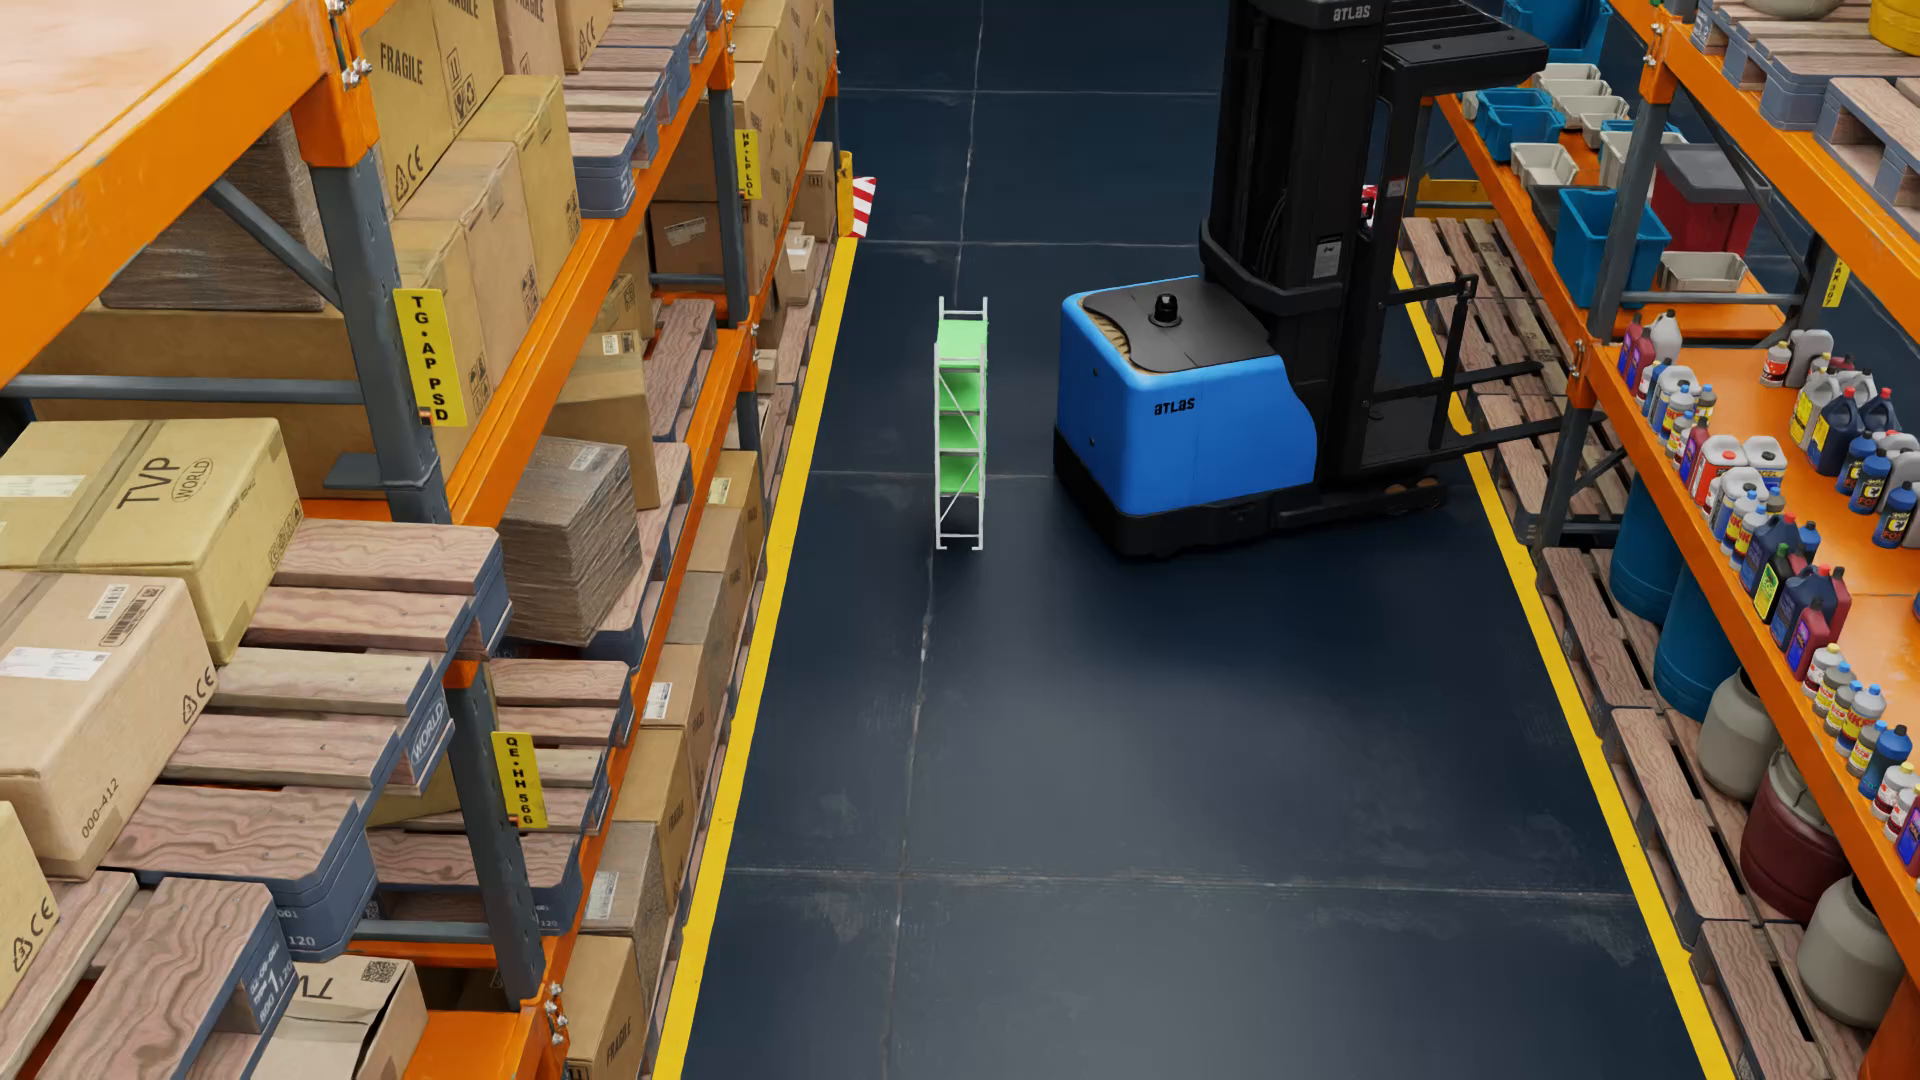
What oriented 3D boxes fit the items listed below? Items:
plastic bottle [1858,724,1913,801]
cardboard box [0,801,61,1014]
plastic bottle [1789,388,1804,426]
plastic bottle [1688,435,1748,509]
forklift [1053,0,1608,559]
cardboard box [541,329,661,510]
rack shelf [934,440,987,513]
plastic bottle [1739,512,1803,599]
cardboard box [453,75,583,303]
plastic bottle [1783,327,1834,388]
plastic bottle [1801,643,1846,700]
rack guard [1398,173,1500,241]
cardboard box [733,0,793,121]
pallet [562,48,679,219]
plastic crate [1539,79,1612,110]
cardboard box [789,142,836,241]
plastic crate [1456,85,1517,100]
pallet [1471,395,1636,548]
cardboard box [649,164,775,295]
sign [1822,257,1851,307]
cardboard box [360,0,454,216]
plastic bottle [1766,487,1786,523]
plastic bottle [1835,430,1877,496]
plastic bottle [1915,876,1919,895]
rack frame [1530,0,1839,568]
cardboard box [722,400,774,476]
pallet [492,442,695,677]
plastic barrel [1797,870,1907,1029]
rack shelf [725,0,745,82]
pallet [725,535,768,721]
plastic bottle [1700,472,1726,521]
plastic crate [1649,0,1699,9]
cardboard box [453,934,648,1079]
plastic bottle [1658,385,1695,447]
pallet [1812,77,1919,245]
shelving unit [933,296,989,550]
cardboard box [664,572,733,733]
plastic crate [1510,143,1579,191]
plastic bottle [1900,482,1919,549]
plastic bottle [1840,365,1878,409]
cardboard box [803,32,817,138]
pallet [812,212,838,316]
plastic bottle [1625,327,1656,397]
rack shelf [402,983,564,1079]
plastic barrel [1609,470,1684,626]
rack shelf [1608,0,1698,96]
[{"bbox_3d":[2.911,0.690,5.217,0.097,0.271,0.097,0,35,0],"label":"plastic bottle"},{"bbox_3d":[-1.667,0.628,2.351,0.500,0.250,0.500,1,35,1],"label":"cardboard box"},{"bbox_3d":[3.609,-0.575,7.078,0.097,0.201,0.097,0,35,0],"label":"plastic bottle"},{"bbox_3d":[3.006,-0.268,6.577,0.152,0.276,0.135,1,35,2],"label":"plastic bottle"},{"bbox_3d":[2.087,-1.606,8.432,3.031,2.935,1.130,-11,37,-15],"label":"forklift"},{"bbox_3d":[-1.516,-0.421,6.234,0.700,0.500,0.500,-7,36,-10],"label":"cardboard box"},{"bbox_3d":[0.007,-0.337,8.661,0.258,0.148,0.480,1,35,2],"label":"rack shelf"},{"bbox_3d":[2.978,0.038,6.076,0.144,0.351,0.185,1,35,2],"label":"plastic bottle"},{"bbox_3d":[-1.643,-1.038,4.868,0.910,0.500,0.500,1,35,2],"label":"cardboard box"},{"bbox_3d":[3.749,-0.824,7.367,0.152,0.276,0.135,1,35,2],"label":"plastic bottle"},{"bbox_3d":[2.931,0.439,5.635,0.097,0.201,0.097,0,35,0],"label":"plastic bottle"},{"bbox_3d":[3.591,-2.398,11.673,1.175,0.500,0.348,1,35,2],"label":"rack guard"},{"bbox_3d":[-1.166,-2.531,8.732,0.500,0.500,0.500,0,35,0],"label":"cardboard box"},{"bbox_3d":[-1.642,-1.406,5.643,1.213,0.211,1.003,1,35,2],"label":"pallet"},{"bbox_3d":[3.725,-2.684,10.083,0.396,0.136,0.243,1,35,2],"label":"plastic crate"},{"bbox_3d":[-1.122,-2.362,11.239,0.500,0.500,0.500,1,35,2],"label":"cardboard box"},{"bbox_3d":[3.237,-2.850,10.236,0.416,0.233,0.300,1,35,2],"label":"plastic crate"},{"bbox_3d":[3.433,-0.391,9.068,1.003,0.211,1.213,1,35,2],"label":"pallet"},{"bbox_3d":[-1.214,-1.552,8.209,0.500,0.500,0.500,2,35,3],"label":"cardboard box"},{"bbox_3d":[3.992,-1.208,7.565,0.100,0.325,0.005,1,35,2],"label":"sign"},{"bbox_3d":[-1.624,-1.147,4.154,0.500,0.500,0.500,1,35,2],"label":"cardboard box"},{"bbox_3d":[3.122,-0.112,6.420,0.097,0.201,0.097,0,35,0],"label":"plastic bottle"},{"bbox_3d":[3.589,-0.314,6.646,0.097,0.271,0.097,0,35,0],"label":"plastic bottle"},{"bbox_3d":[2.894,0.963,4.890,0.097,0.201,0.097,0,35,0],"label":"plastic bottle"},{"bbox_3d":[3.442,-1.108,7.664,1.000,3.000,0.127,1,35,2],"label":"rack frame"},{"bbox_3d":[-1.274,-0.541,8.812,0.500,0.311,0.500,1,35,2],"label":"cardboard box"},{"bbox_3d":[-1.594,0.034,6.205,1.003,0.211,1.213,1,35,2],"label":"pallet"},{"bbox_3d":[3.217,1.428,5.854,0.421,0.512,0.421,0,35,0],"label":"plastic barrel"},{"bbox_3d":[-1.427,-3.307,8.809,1.077,0.370,4.000,1,35,2],"label":"rack shelf"},{"bbox_3d":[-1.502,0.384,7.965,1.003,0.211,1.213,1,35,2],"label":"pallet"},{"bbox_3d":[2.974,-0.172,6.504,0.097,0.201,0.097,0,35,0],"label":"plastic bottle"},{"bbox_3d":[3.157,-2.499,7.219,0.450,0.188,0.662,1,35,2],"label":"plastic crate"},{"bbox_3d":[-1.364,1.661,5.515,0.500,0.500,0.500,3,35,4],"label":"cardboard box"},{"bbox_3d":[2.996,-0.522,6.942,0.097,0.271,0.097,0,35,0],"label":"plastic bottle"},{"bbox_3d":[3.466,-1.154,5.284,1.003,0.211,1.213,1,35,2],"label":"pallet"},{"bbox_3d":[0.007,-0.586,8.486,0.258,1.200,0.503,1,35,2],"label":"shelving unit"},{"bbox_3d":[-1.289,0.480,7.195,0.500,0.500,0.500,2,35,2],"label":"cardboard box"},{"bbox_3d":[3.212,-2.032,9.156,0.293,0.136,0.466,1,35,2],"label":"plastic crate"},{"bbox_3d":[3.700,-0.113,6.356,0.152,0.276,0.135,1,35,2],"label":"plastic bottle"},{"bbox_3d":[3.732,-0.552,6.916,0.144,0.351,0.185,1,35,2],"label":"plastic bottle"},{"bbox_3d":[-1.135,-2.716,9.864,0.500,0.500,0.500,2,35,2],"label":"cardboard box"},{"bbox_3d":[-1.381,-1.880,11.188,1.003,0.211,1.213,1,35,2],"label":"pallet"},{"bbox_3d":[2.996,-0.783,7.303,0.061,0.283,0.133,1,35,2],"label":"plastic bottle"},{"bbox_3d":[-1.748,2.517,3.132,1.077,0.370,4.000,1,35,2],"label":"rack shelf"},{"bbox_3d":[3.403,-0.109,7.702,0.600,0.901,0.708,1,35,2],"label":"plastic barrel"},{"bbox_3d":[3.522,-3.190,8.643,1.077,0.370,4.000,1,35,2],"label":"rack shelf"}]
